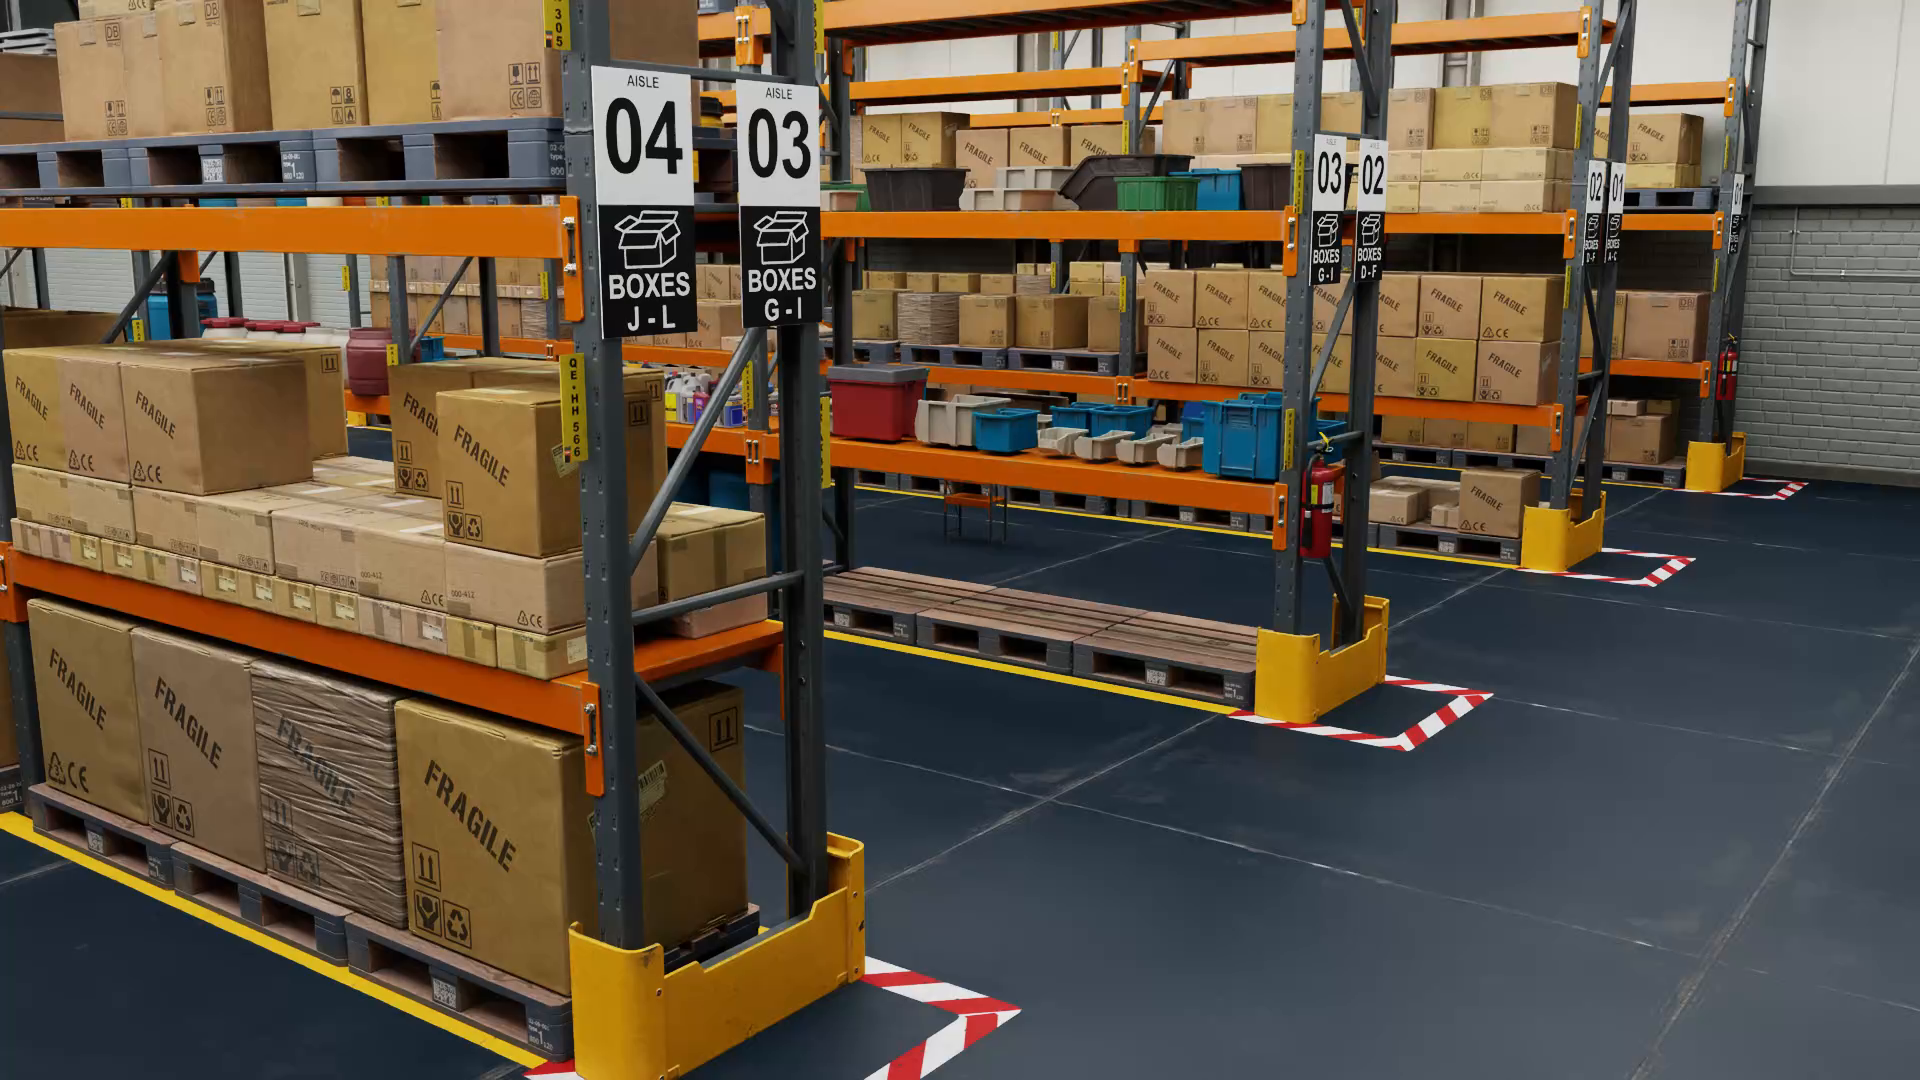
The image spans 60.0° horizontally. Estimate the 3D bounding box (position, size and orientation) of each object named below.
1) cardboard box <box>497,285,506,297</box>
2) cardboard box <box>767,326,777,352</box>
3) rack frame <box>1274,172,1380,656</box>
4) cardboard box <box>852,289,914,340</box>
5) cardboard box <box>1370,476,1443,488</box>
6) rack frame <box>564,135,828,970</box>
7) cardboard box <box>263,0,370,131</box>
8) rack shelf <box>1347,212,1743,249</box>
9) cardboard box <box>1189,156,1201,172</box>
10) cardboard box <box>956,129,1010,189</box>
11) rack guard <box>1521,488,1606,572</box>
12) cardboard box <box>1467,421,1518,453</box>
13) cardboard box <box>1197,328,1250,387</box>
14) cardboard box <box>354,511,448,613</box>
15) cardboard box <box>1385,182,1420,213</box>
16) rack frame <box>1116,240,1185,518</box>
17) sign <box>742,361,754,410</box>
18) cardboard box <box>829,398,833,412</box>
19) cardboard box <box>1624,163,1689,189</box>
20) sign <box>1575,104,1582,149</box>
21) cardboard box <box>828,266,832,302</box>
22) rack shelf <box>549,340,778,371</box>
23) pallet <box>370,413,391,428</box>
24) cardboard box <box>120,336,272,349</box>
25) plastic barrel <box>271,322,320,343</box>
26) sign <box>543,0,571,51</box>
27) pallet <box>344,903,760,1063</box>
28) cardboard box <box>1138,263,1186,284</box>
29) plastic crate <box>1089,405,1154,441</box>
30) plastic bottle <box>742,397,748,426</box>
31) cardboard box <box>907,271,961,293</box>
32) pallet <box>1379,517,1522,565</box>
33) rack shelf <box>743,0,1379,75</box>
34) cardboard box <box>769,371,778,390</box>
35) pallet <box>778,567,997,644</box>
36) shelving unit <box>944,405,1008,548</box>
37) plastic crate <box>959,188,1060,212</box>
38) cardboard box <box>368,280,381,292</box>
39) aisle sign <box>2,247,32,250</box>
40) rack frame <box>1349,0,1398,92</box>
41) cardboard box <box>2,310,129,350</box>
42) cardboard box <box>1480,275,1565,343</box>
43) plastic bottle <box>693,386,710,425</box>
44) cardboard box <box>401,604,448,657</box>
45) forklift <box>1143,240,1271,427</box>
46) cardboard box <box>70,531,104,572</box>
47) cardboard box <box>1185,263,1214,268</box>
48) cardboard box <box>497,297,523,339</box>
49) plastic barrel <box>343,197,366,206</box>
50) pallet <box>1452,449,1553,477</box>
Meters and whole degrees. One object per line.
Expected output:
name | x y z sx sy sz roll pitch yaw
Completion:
cardboard box | -5.605 -3.112 20.749 0.250 0.149 0.380 8 13 35
cardboard box | -2.018 -2.297 18.741 0.500 0.311 0.500 8 13 35
rack frame | 2.101 -0.553 9.493 0.127 3.000 1.000 8 13 36
cardboard box | -0.837 -2.412 17.733 0.500 0.500 0.700 3 11 17
cardboard box | 3.960 -0.394 14.751 0.500 0.250 0.500 8 13 36
rack frame | -0.830 0.205 5.573 0.127 3.000 1.000 8 13 36
cardboard box | -2.109 -1.755 6.174 0.500 0.500 0.700 7 13 32
rack shelf | 6.353 -3.414 18.278 4.000 0.370 1.077 8 13 36
cardboard box | 2.057 -3.313 14.937 0.500 0.250 0.500 8 13 36
cardboard box | 0.373 -3.755 16.515 0.600 0.600 0.600 7 13 33
rack guard | 4.975 -0.093 13.692 0.348 0.500 1.175 8 13 36
cardboard box | 6.099 -1.284 18.744 0.500 0.500 0.700 8 14 37
cardboard box | 2.476 -1.654 14.918 0.500 0.500 0.500 8 14 37
cardboard box | -1.787 0.062 5.926 0.500 0.250 0.500 8 13 35
cardboard box | 3.659 -2.840 13.809 0.500 0.250 0.500 8 13 36
rack frame | 1.812 -1.761 15.735 0.127 3.000 1.000 8 13 36
sign | -1.450 -1.055 11.357 0.005 0.325 0.100 8 13 36
cardboard box | -1.660 -1.446 18.764 0.500 0.311 0.500 9 14 37
cardboard box | 7.218 -3.766 17.228 0.500 0.250 0.500 8 14 37
sign | 4.692 -3.136 12.614 0.005 0.325 0.100 8 13 36
cardboard box | -1.962 -3.808 24.686 0.500 0.500 0.500 8 13 34
rack shelf | -3.024 -2.082 19.290 4.000 0.370 1.077 8 13 36
pallet | -7.219 -1.662 22.562 1.213 0.211 1.003 8 13 36
cardboard box | -3.526 -0.675 7.757 0.500 0.500 0.500 8 14 37
plastic barrel | -5.989 -1.697 15.046 0.433 0.535 0.433 0 11 0
sign | -1.163 -1.582 4.790 0.005 0.325 0.100 8 13 36
pallet | -1.521 1.496 6.241 1.213 0.211 1.003 8 13 36
cardboard box | 2.570 -3.336 20.804 0.500 0.250 0.500 8 14 36
plastic crate | 1.036 -0.727 10.672 0.300 0.233 0.416 8 13 36
plastic bottle | -1.573 -0.922 11.919 0.097 0.201 0.097 0 11 0
cardboard box | -0.321 -3.489 23.244 0.500 0.500 0.700 10 15 43
pallet | 4.332 -0.040 14.182 1.213 0.211 1.003 8 13 36
rack shelf | 0.489 -3.174 10.191 4.000 0.370 1.077 8 13 36
cardboard box | -2.567 -2.518 25.073 0.500 0.500 0.500 7 13 31
pallet | -0.507 0.443 11.685 1.213 0.211 1.003 8 13 36
shelving unit | 0.133 -0.570 14.320 0.503 1.200 0.258 8 13 36
plastic crate | 0.289 -2.091 10.237 0.530 0.136 0.437 8 13 36
cardboard box | -7.671 -3.401 22.239 0.250 0.149 0.380 8 13 35
aisle sign | -10.677 -3.682 18.821 0.004 0.787 0.394 8 13 36
rack frame | 4.741 -5.465 19.087 0.127 3.000 1.000 8 13 36
cardboard box | -4.574 -0.857 8.158 0.637 0.503 0.797 8 13 34
cardboard box | 4.515 -1.859 13.347 0.500 0.500 0.500 8 13 35
plastic bottle | -1.845 -0.960 11.900 0.133 0.283 0.061 8 13 36
cardboard box | -1.726 0.281 5.841 0.250 0.149 0.380 8 14 36
forklift | 2.701 -2.272 18.558 1.130 2.935 3.031 -4 12 -21
cardboard box | -3.588 0.022 7.181 0.250 0.149 0.380 8 14 37
cardboard box | 2.985 -3.280 20.512 0.500 0.250 0.500 8 13 34
cardboard box | -5.426 -2.817 20.929 0.500 0.500 0.700 8 13 35
plastic barrel | -5.407 -3.335 14.845 0.708 0.830 0.600 8 13 36
pallet | 6.295 -0.916 18.710 1.213 0.211 1.003 8 13 36
